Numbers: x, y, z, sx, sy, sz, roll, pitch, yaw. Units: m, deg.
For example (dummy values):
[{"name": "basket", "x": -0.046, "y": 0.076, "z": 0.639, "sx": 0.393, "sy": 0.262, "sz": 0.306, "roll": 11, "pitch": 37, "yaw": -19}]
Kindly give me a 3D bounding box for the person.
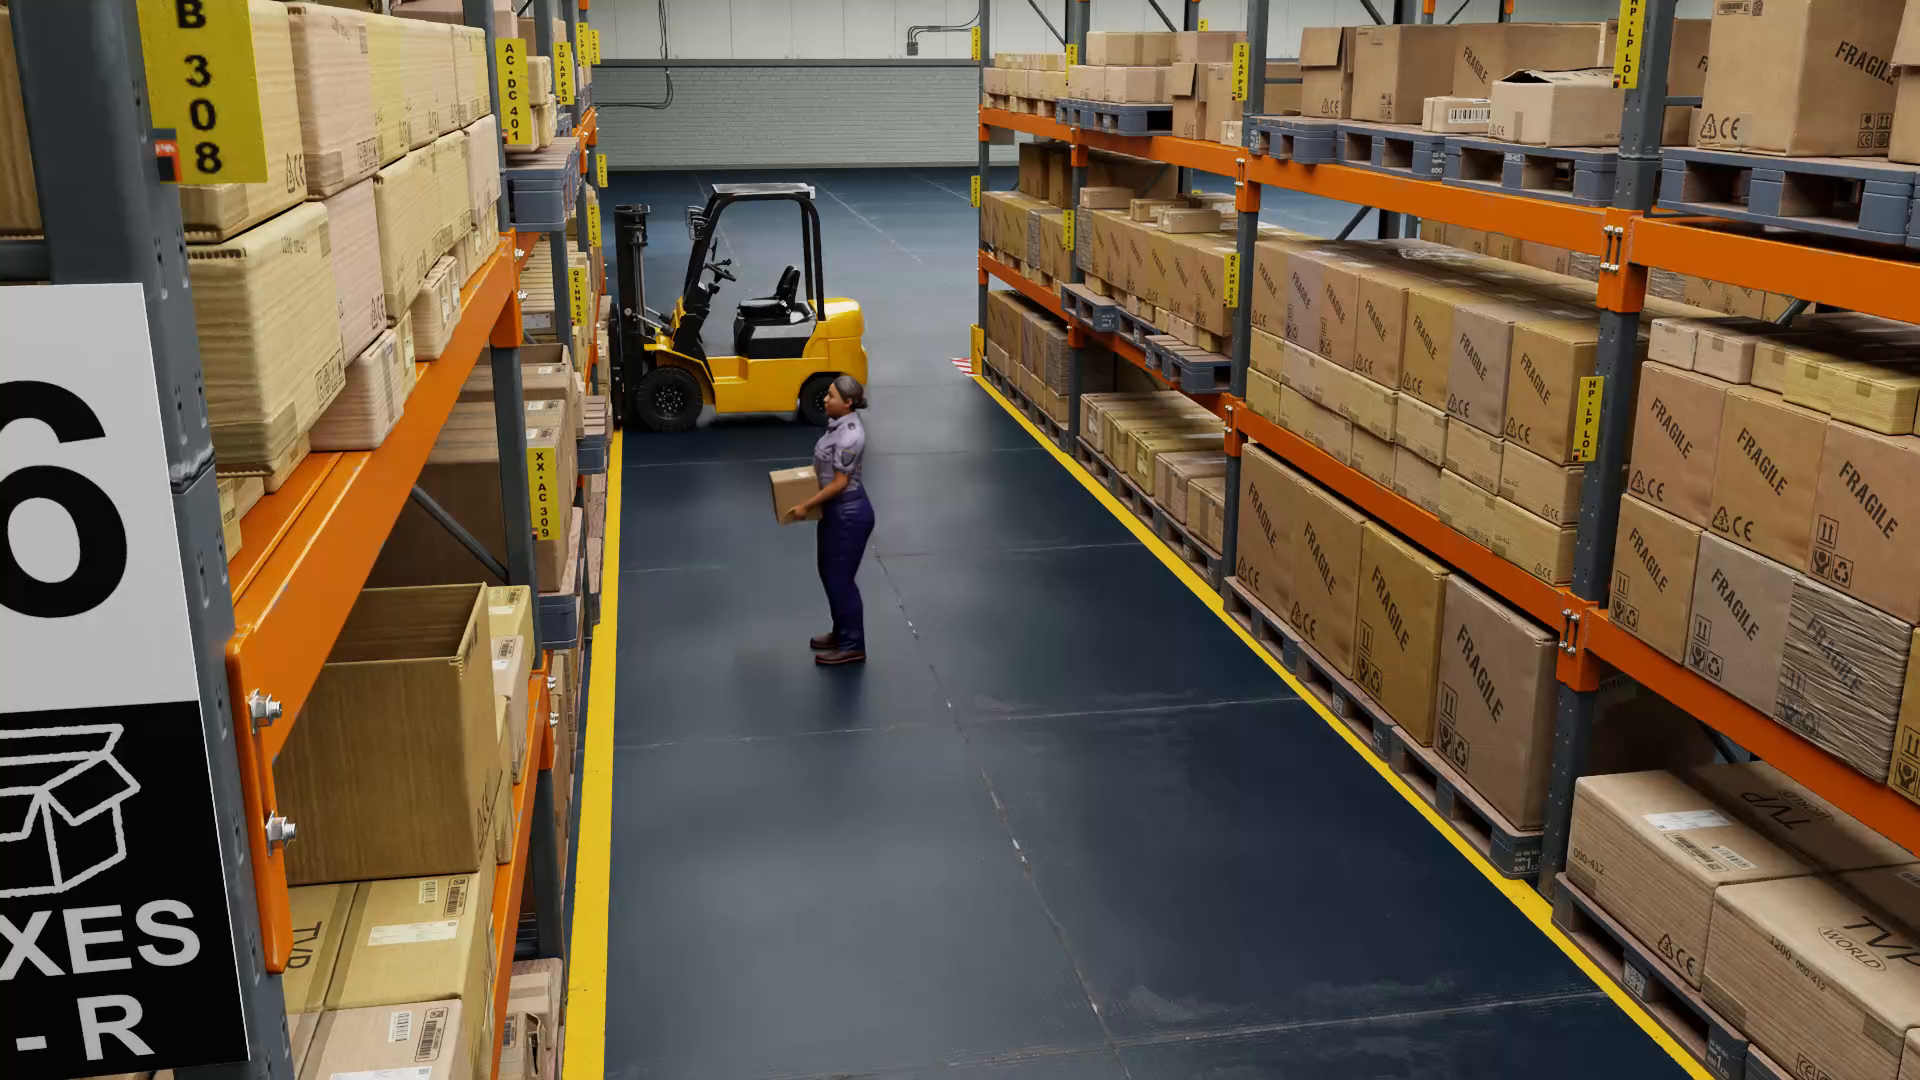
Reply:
[{"name": "person", "x": -0.749, "y": -0.123, "z": 9.474, "sx": 0.511, "sy": 1.647, "sz": 0.471, "roll": -3, "pitch": 17, "yaw": -11}]
